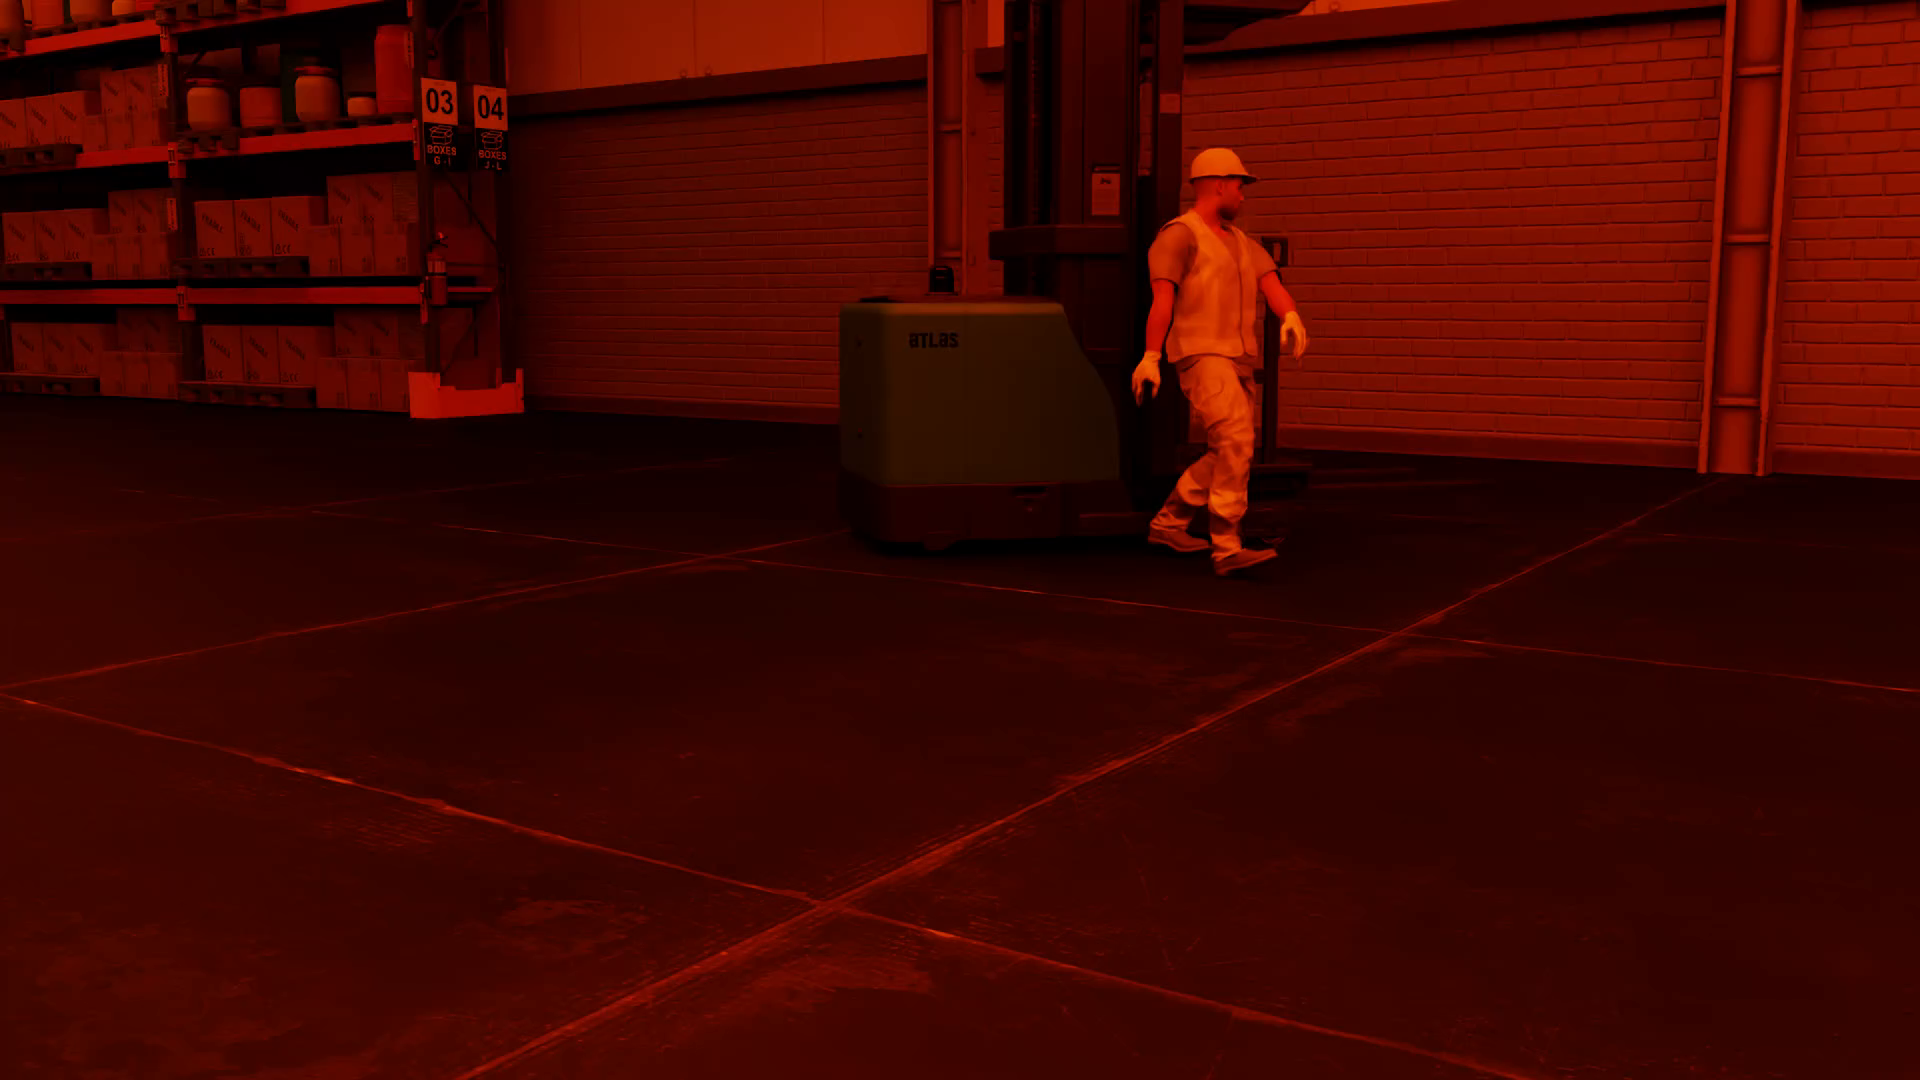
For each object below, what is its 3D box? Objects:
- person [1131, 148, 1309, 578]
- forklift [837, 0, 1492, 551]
[{"bbox_3d":[1.002,-0.715,6.681,0.833,1.706,0.699,7,10,39],"label":"person"},{"bbox_3d":[0.995,-1.493,7.692,3.031,2.935,1.130,-2,8,-15],"label":"forklift"}]
